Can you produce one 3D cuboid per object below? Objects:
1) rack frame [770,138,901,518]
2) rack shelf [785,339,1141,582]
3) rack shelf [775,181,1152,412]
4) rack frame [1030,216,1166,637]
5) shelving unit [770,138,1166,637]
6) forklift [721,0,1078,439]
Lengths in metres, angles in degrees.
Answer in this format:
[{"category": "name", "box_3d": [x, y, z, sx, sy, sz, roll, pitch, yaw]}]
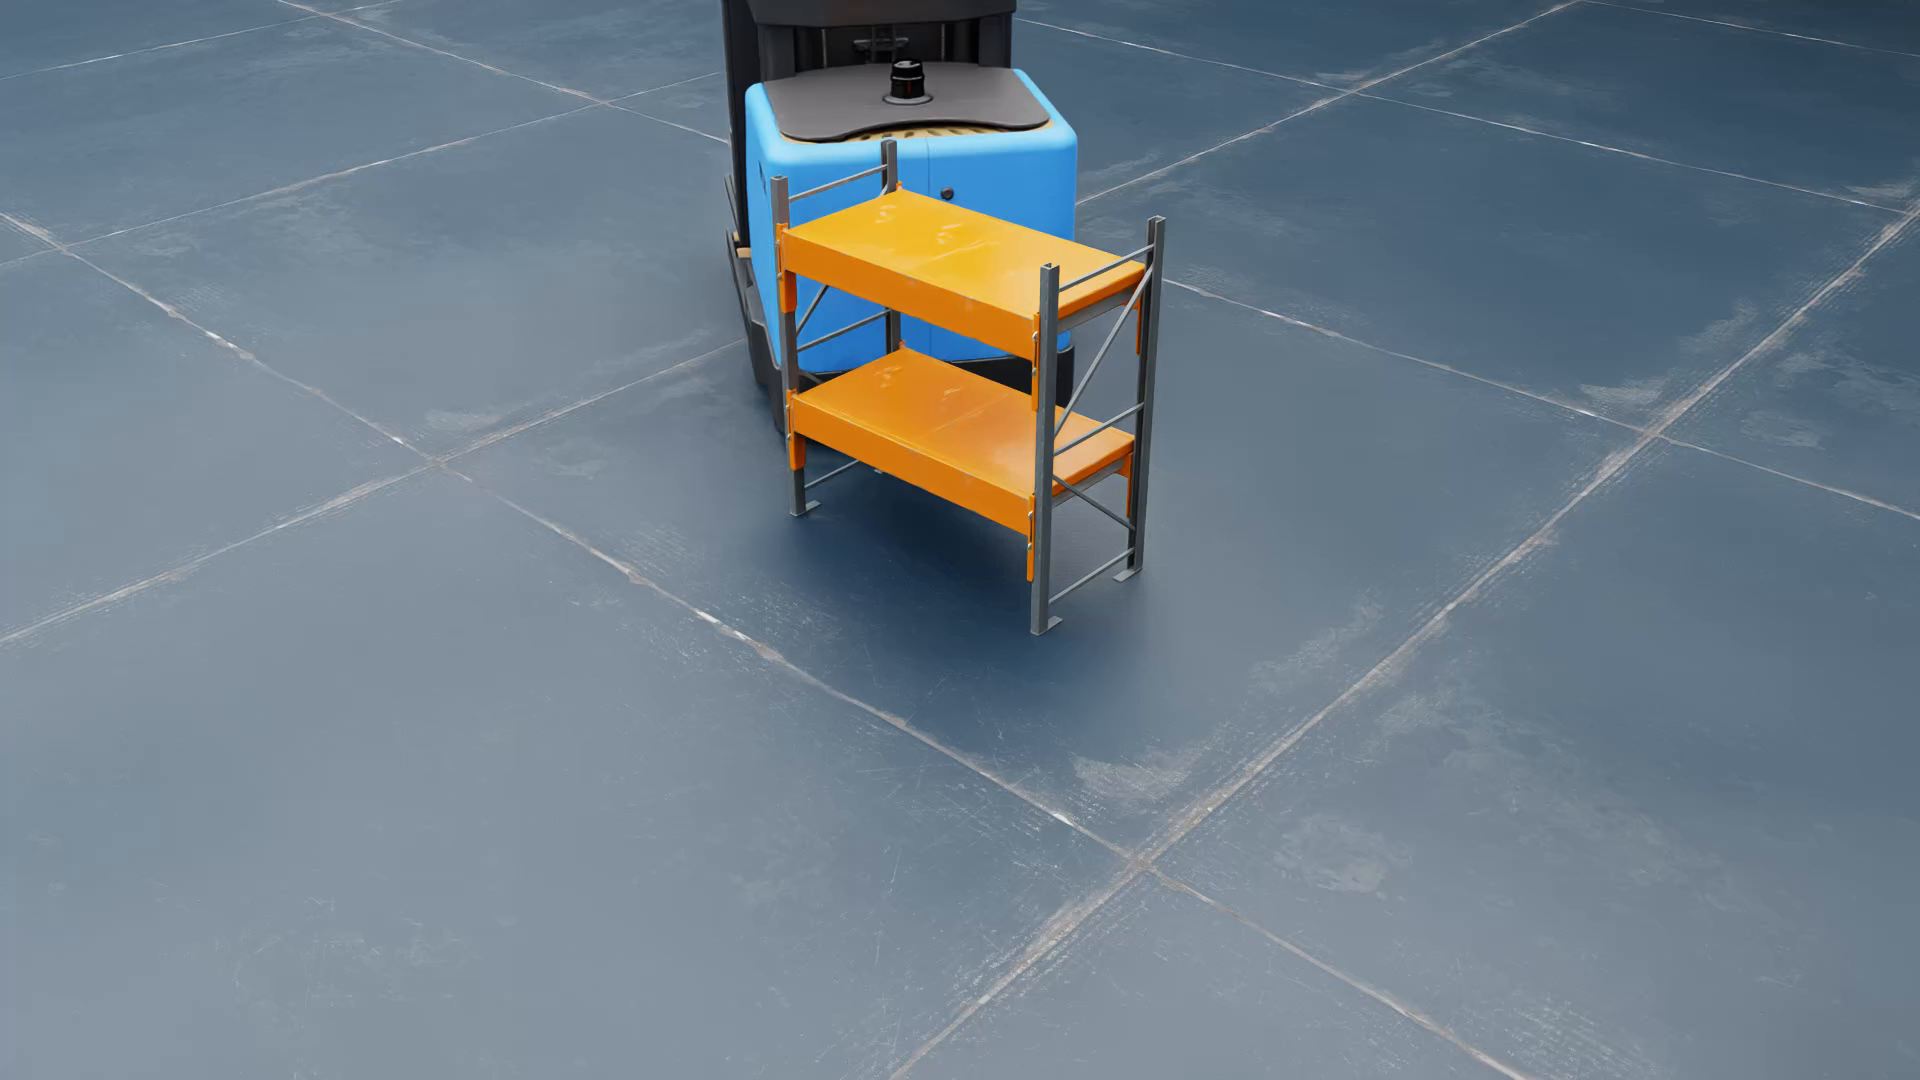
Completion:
[{"category": "rack frame", "box_3d": [-0.372, -0.656, 5.248, 0.032, 1.125, 0.500, 25, 39, 35]}, {"category": "rack shelf", "box_3d": [0.005, -0.270, 5.082, 1.000, 0.278, 0.538, 25, 39, 35]}, {"category": "rack shelf", "box_3d": [0.005, -0.730, 4.805, 1.000, 0.278, 0.538, 25, 39, 35]}, {"category": "rack frame", "box_3d": [0.382, -0.304, 4.664, 0.032, 1.125, 0.500, 25, 39, 35]}, {"category": "shelving unit", "box_3d": [0.005, -0.480, 4.956, 1.048, 1.125, 0.538, 25, 39, 35]}, {"category": "forklift", "box_3d": [-0.394, -2.349, 6.310, 1.130, 2.935, 3.031, -6, 32, -10]}]
